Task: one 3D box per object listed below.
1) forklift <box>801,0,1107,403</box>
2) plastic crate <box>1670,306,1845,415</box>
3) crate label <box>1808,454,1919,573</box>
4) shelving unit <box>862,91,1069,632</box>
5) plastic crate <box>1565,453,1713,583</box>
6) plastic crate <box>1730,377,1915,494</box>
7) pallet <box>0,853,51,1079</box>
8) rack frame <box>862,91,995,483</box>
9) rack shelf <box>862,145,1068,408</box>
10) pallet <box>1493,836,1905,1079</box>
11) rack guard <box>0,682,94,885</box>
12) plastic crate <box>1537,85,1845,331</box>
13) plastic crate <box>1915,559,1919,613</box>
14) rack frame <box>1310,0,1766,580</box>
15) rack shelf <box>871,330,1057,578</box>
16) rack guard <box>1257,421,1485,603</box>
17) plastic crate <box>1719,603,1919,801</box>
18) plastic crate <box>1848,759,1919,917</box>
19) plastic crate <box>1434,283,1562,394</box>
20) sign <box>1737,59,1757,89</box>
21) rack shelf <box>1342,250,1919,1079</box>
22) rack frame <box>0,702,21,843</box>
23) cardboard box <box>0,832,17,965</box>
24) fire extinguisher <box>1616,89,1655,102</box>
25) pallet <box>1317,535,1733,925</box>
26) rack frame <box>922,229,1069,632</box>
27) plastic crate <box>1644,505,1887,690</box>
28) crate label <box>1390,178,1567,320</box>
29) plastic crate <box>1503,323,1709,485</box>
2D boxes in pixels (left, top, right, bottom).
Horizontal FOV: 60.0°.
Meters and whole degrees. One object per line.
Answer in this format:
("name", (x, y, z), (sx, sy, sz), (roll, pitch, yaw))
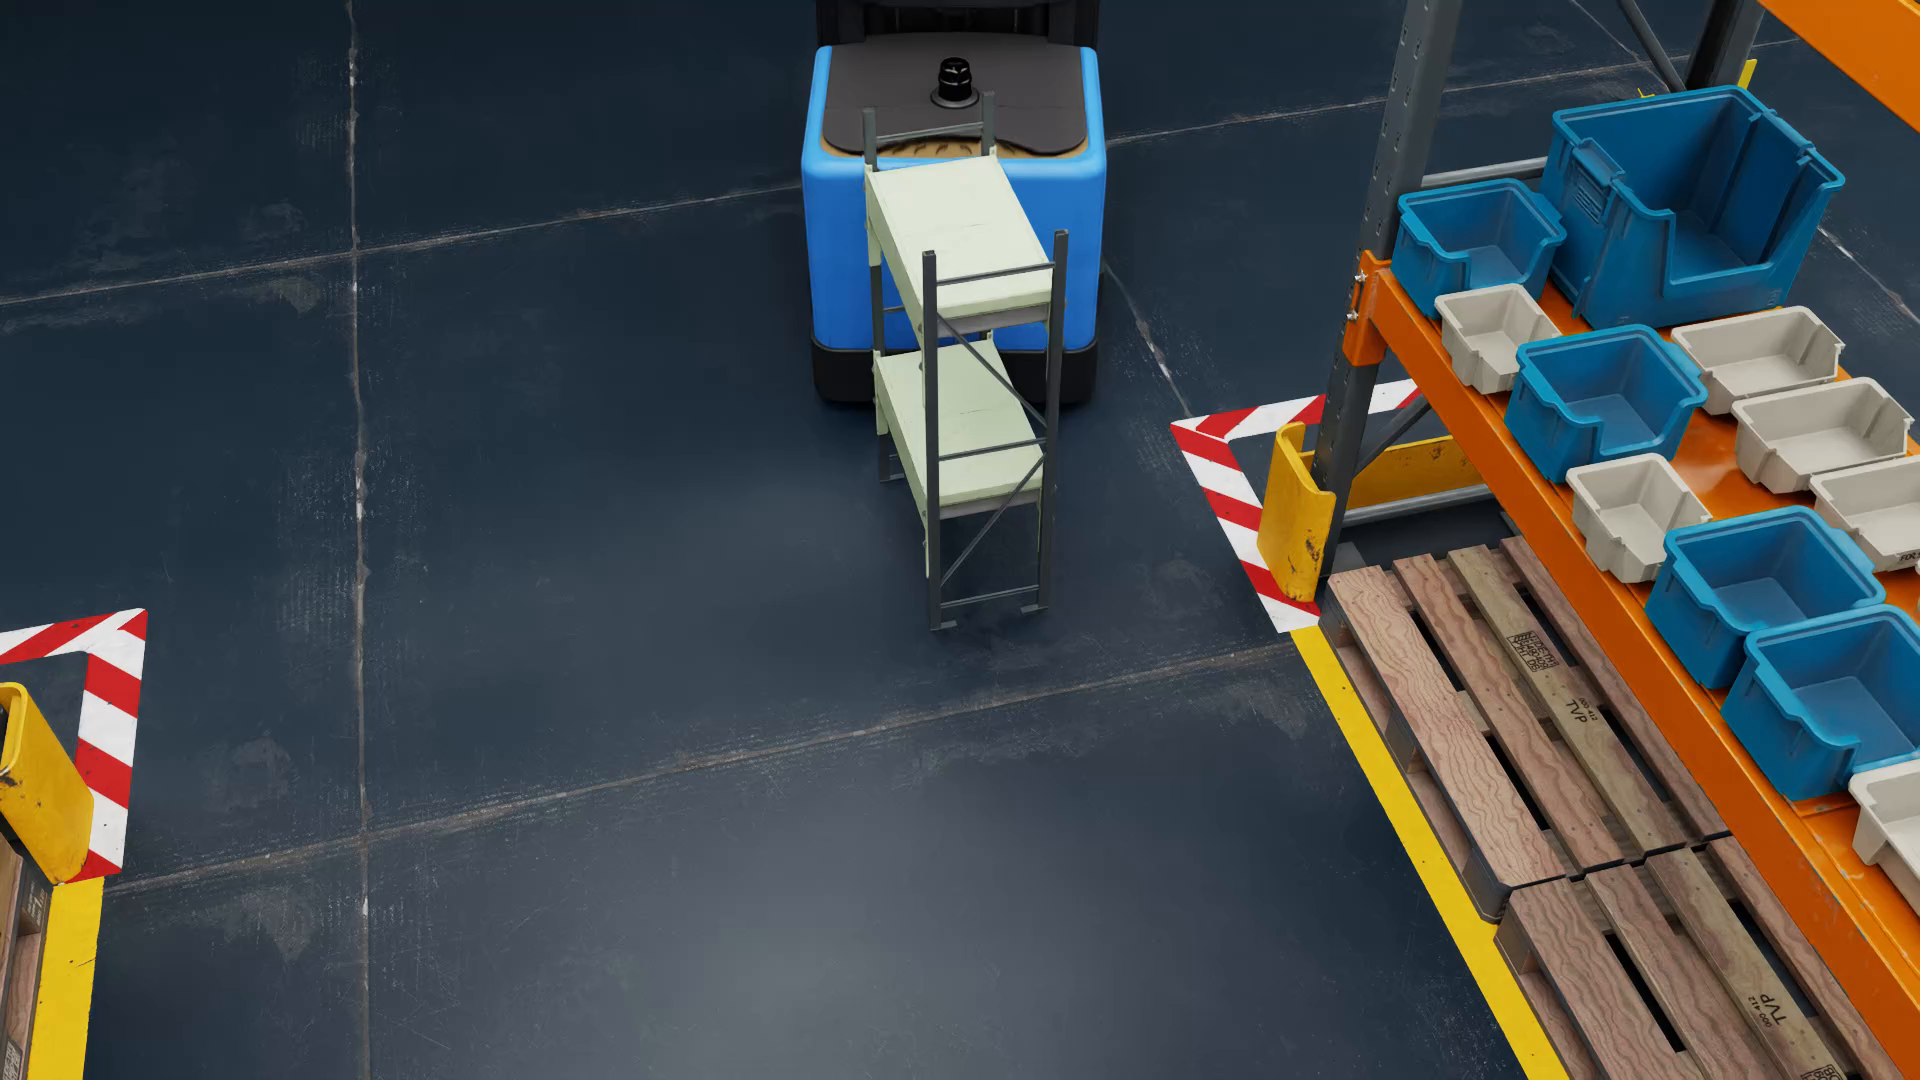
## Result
("forklift", (-0.007, -2.565, 6.212), (1.130, 2.935, 3.031), (0, 46, 0))
("plastic crate", (2.020, -0.440, 4.224), (0.396, 0.136, 0.243), (-11, 47, -10))
("crate label", (2.175, -0.050, 3.841), (0.396, 0.136, 0.243), (-11, 47, -10))
("shelving unit", (0.002, -0.520, 5.210), (0.431, 1.500, 0.755), (-11, 47, -10))
("plastic crate", (1.557, -0.035, 3.827), (0.250, 0.136, 0.298), (-11, 47, -10))
("plastic crate", (2.080, -0.238, 4.025), (0.396, 0.136, 0.243), (-11, 47, -10))
("pallet", (-2.929, 1.440, 4.191), (1.003, 0.211, 1.213), (-11, 47, -10))
("rack frame", (-0.092, -0.773, 5.457), (0.400, 1.500, 0.023), (-11, 47, -10))
("rack shelf", (0.002, -0.793, 4.931), (0.431, 0.370, 0.720), (-11, 47, -10))
("pallet", (2.119, 1.351, 4.278), (1.003, 0.211, 1.213), (-11, 47, -10))
("rack guard", (-3.134, 0.789, 4.627), (1.175, 0.500, 0.348), (-11, 47, -10))
("plastic crate", (1.903, -0.878, 4.443), (0.616, 0.435, 0.499), (-11, 47, -10))
("plastic crate", (2.269, 0.151, 3.644), (0.298, 0.136, 0.250), (-11, 47, -10))
("rack frame", (1.636, -1.042, 4.671), (1.000, 3.000, 0.127), (-11, 47, -10))
("rack shelf", (0.002, -0.292, 5.443), (0.431, 0.370, 0.720), (-11, 47, -10))
("rack guard", (1.618, -0.181, 5.577), (1.175, 0.500, 0.348), (-11, 47, -10))
("plastic crate", (1.795, 0.343, 3.389), (0.416, 0.233, 0.300), (-11, 47, -10))
("plastic crate", (1.924, 0.644, 3.161), (0.293, 0.136, 0.466), (-11, 47, -10))
("plastic crate", (1.383, -0.503, 4.285), (0.250, 0.136, 0.298), (-11, 47, -10))
("sign", (2.164, -1.211, 4.722), (0.100, 0.325, 0.005), (-11, 47, -10))
("rack shelf", (2.148, 0.591, 3.574), (1.077, 0.370, 4.000), (-11, 47, -10))
("rack frame", (-3.153, -0.139, 3.786), (1.000, 3.000, 0.127), (-11, 47, -10))
("cardboard box", (-2.776, 0.913, 4.197), (0.500, 0.500, 0.500), (-11, 47, -10))
("fire extinguisher", (2.037, -1.071, 5.015), (0.296, 0.674, 0.183), (-11, 47, -10))
("pallet", (1.810, 0.511, 5.102), (1.003, 0.211, 1.213), (-11, 47, -10))
("rack frame", (0.095, -0.268, 4.962), (0.400, 1.500, 0.023), (-11, 47, -10))
("plastic crate", (1.718, 0.136, 3.592), (0.416, 0.233, 0.300), (-11, 47, -10))
("crate label", (1.381, -0.773, 4.483), (0.416, 0.233, 0.303), (-11, 47, -10))
("plastic crate", (1.550, -0.319, 4.038), (0.416, 0.233, 0.300), (-11, 47, -10))
